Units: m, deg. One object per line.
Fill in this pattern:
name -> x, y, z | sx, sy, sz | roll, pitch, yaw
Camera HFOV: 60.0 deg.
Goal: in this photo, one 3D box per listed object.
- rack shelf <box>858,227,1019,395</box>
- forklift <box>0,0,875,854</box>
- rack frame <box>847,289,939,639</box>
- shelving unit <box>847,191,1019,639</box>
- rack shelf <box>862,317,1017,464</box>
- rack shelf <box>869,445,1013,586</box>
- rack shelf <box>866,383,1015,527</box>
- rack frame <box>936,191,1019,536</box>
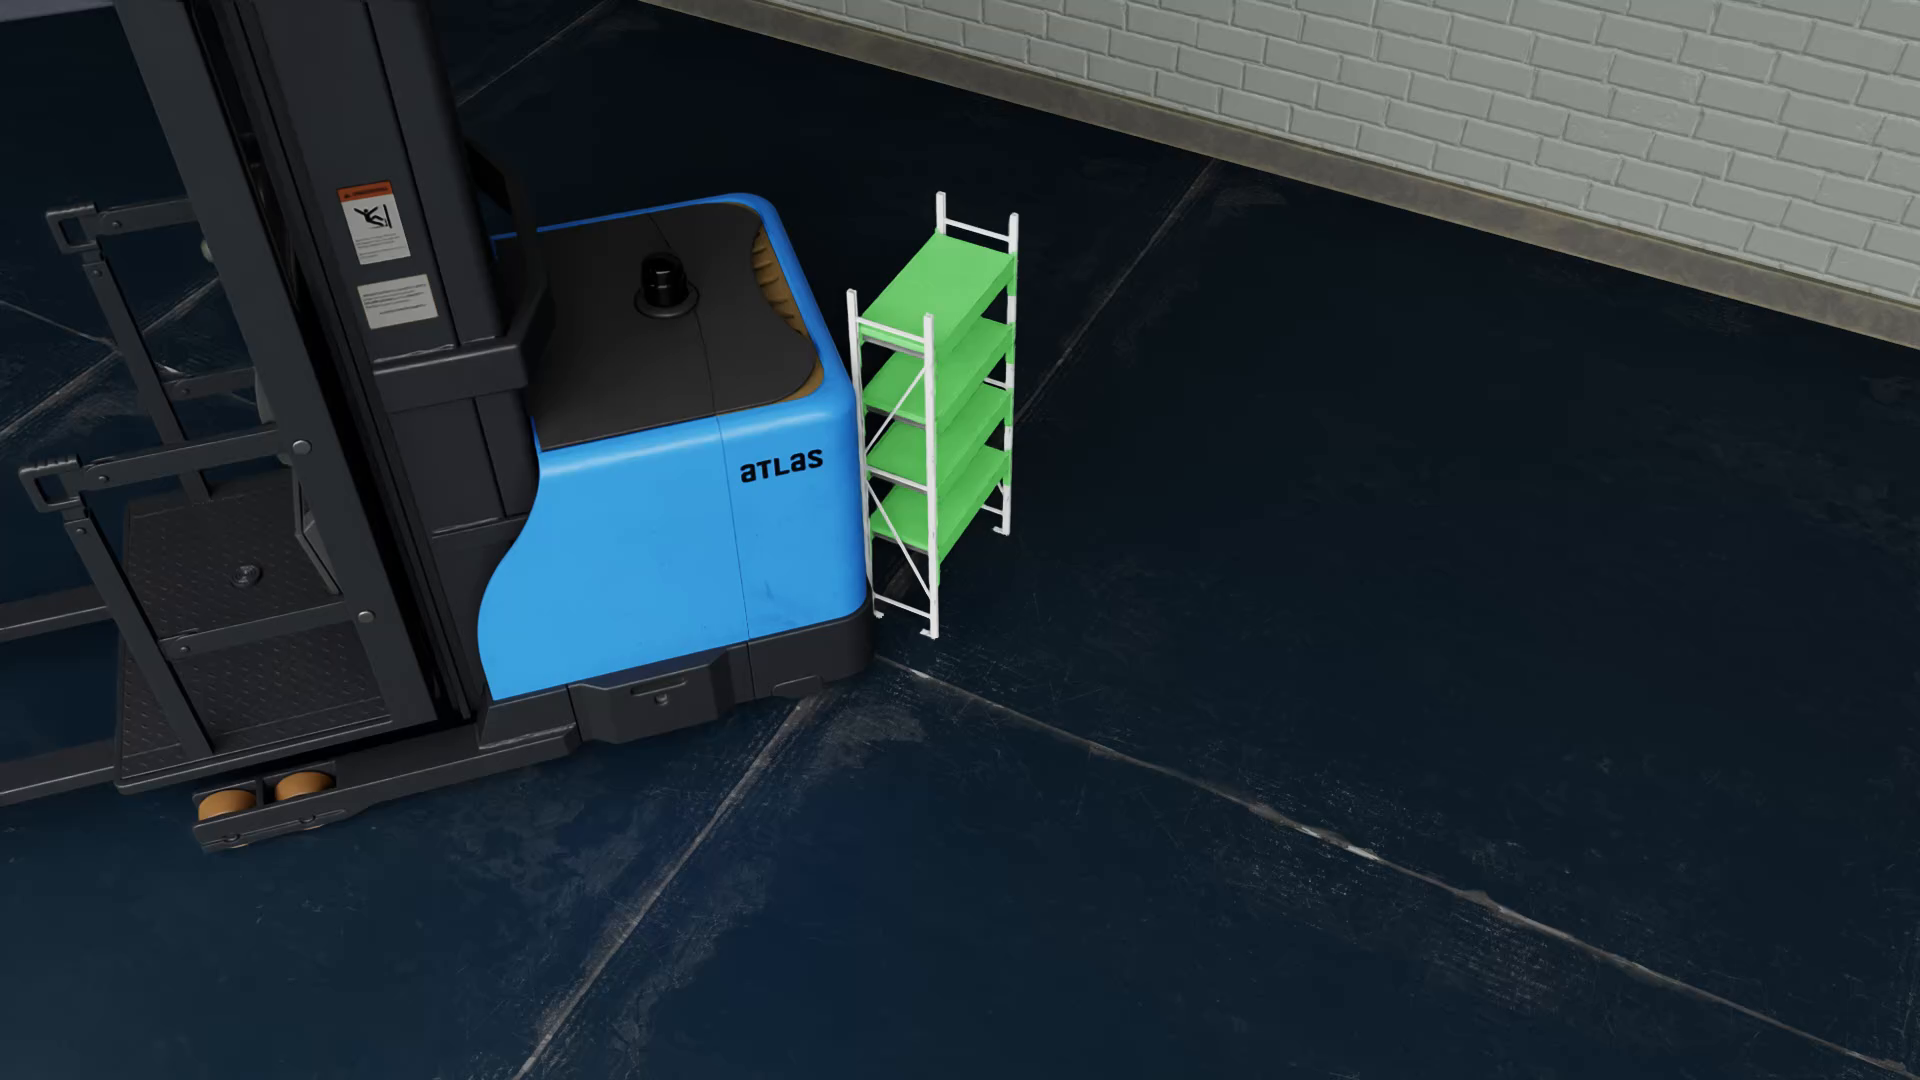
rack shelf -> -0.064, -0.616, 4.429 | 0.258, 0.148, 0.480 | 20, 49, 19
forklift -> -1.821, -0.632, 3.814 | 3.031, 2.935, 1.130 | -13, 47, -13
rack frame -> -0.174, -0.169, 4.573 | 0.240, 1.200, 0.015 | 20, 49, 19
shelving unit -> -0.063, -0.323, 4.725 | 0.258, 1.200, 0.503 | 20, 49, 19
rack shelf -> -0.064, -0.447, 4.600 | 0.258, 0.148, 0.480 | 20, 49, 19
rack shelf -> -0.063, -0.110, 4.942 | 0.258, 0.148, 0.480 | 20, 49, 19
rack shelf -> -0.063, -0.278, 4.771 | 0.258, 0.148, 0.480 | 20, 49, 19
rack frame -> 0.047, -0.478, 4.878 | 0.240, 1.200, 0.015 | 20, 49, 19
